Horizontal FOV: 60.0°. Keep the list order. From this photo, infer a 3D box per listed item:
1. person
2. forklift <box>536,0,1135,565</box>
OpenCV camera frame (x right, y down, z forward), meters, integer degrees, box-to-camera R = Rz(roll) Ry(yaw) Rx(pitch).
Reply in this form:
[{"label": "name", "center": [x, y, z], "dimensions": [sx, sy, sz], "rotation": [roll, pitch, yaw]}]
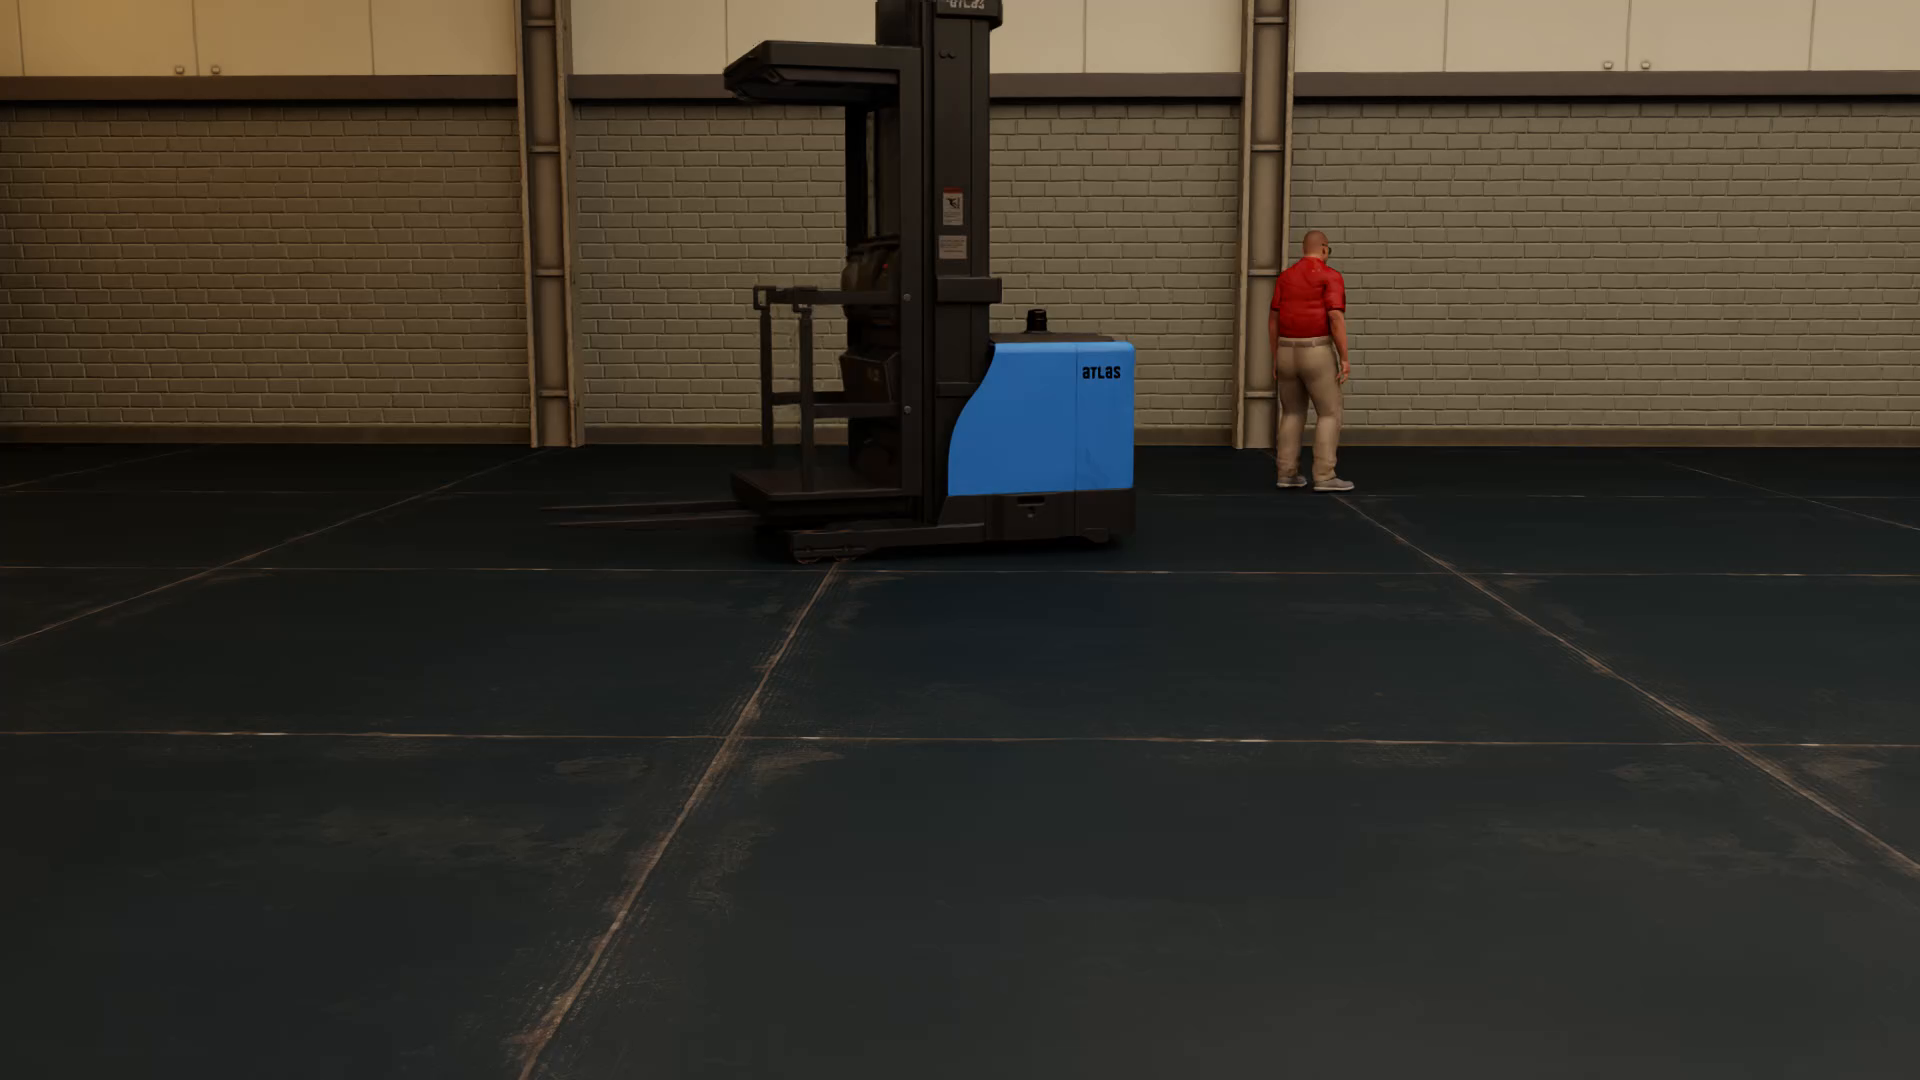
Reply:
[{"label": "person", "center": [2.340, -1.197, 11.125], "dimensions": [0.396, 1.726, 0.585], "rotation": [-8, 12, -44]}, {"label": "forklift", "center": [-0.649, -1.417, 8.570], "dimensions": [3.031, 2.935, 1.130], "rotation": [-3, 9, -18]}]
